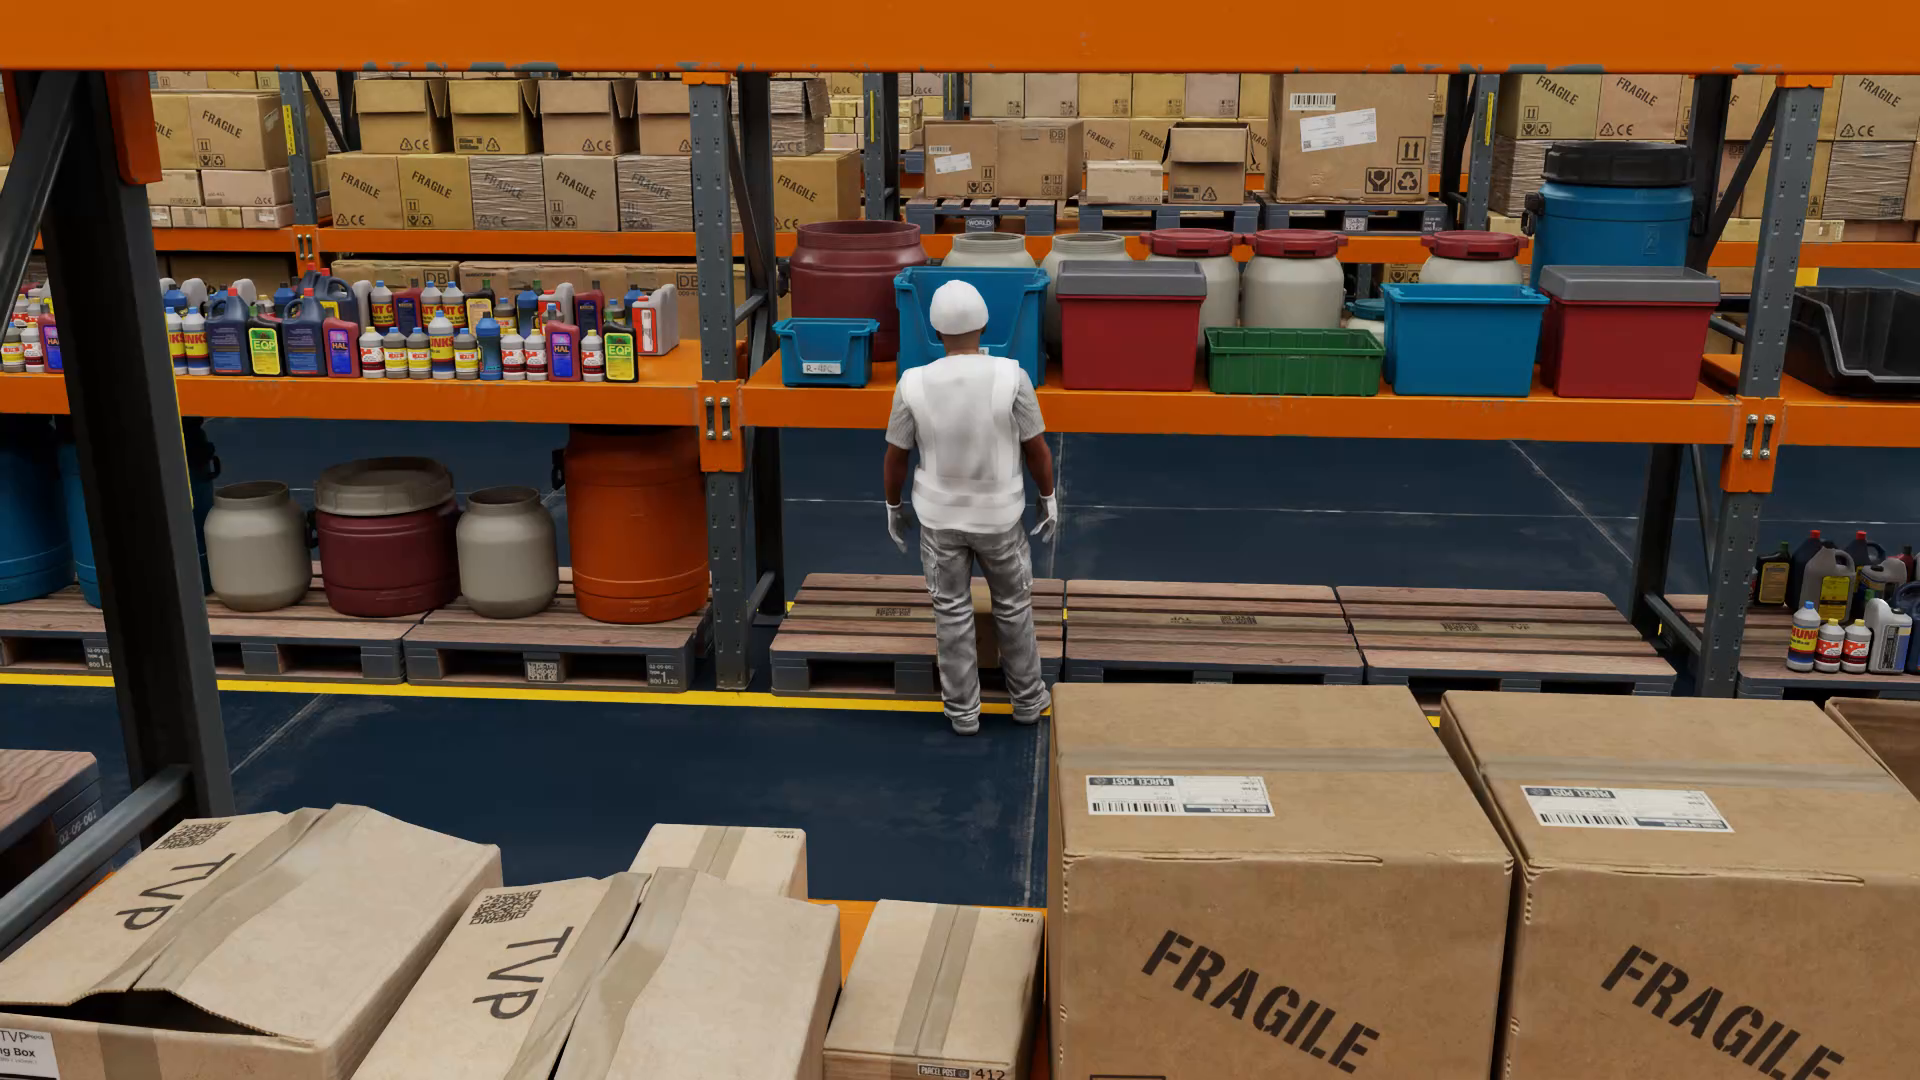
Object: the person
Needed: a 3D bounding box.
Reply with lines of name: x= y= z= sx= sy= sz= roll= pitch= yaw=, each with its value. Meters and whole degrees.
person: x=0.047 y=-0.124 z=6.380 sx=0.656 sy=1.782 sz=0.577 roll=1 pitch=17 yaw=4
